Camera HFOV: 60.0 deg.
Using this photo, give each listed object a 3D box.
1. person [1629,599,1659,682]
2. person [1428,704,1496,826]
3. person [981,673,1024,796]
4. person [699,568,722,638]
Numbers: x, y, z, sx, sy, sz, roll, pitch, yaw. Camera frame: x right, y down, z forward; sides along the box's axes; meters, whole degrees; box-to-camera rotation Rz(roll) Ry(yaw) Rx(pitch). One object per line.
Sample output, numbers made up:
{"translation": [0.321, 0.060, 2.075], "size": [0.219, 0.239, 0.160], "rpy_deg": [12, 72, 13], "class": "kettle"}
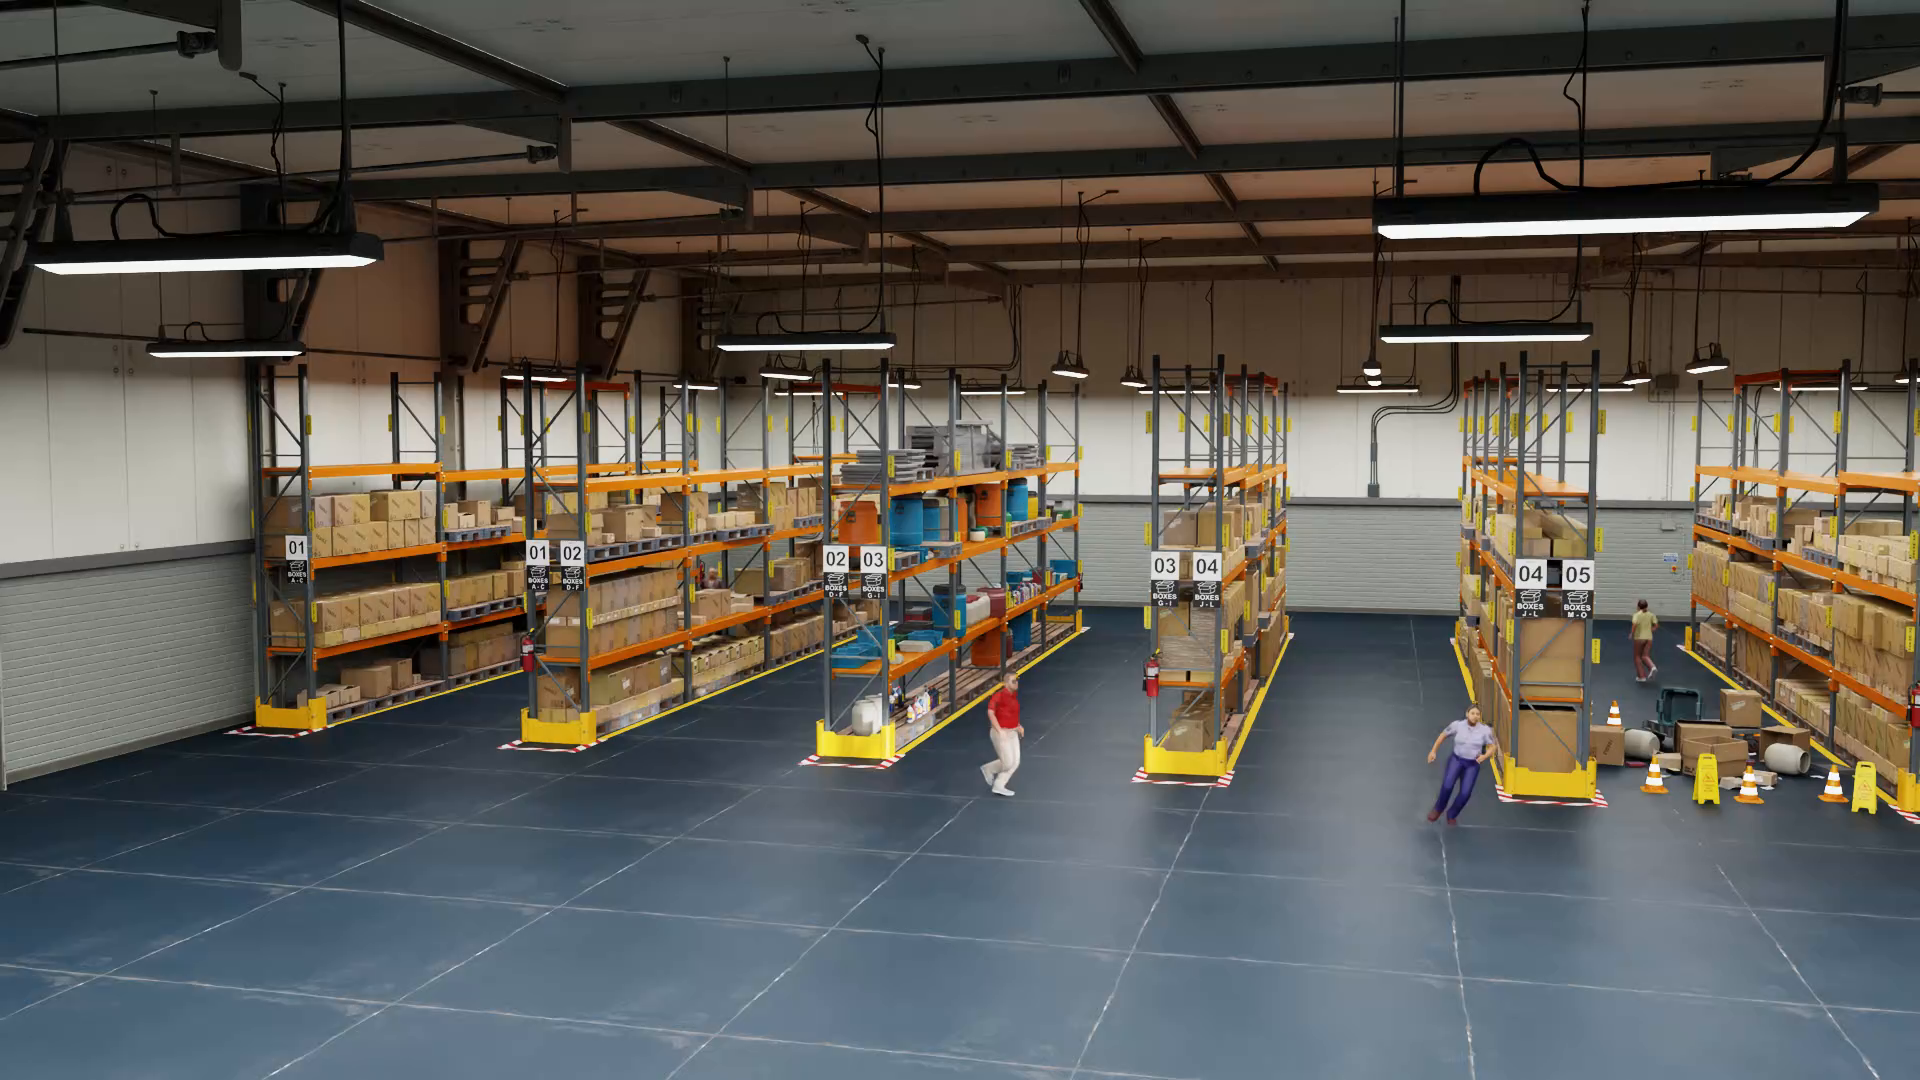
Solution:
{"translation": [13.366, 1.973, 32.415], "size": [0.579, 1.613, 0.630], "rpy_deg": [0, 4, -5], "class": "person"}
{"translation": [6.263, 2.826, 20.721], "size": [0.808, 1.577, 0.590], "rpy_deg": [0, 4, 7], "class": "person"}
{"translation": [0.548, 2.623, 22.543], "size": [0.572, 1.667, 0.660], "rpy_deg": [3, 5, 36], "class": "person"}
{"translation": [-5.599, 1.648, 37.544], "size": [0.734, 1.663, 0.821], "rpy_deg": [1, 4, 8], "class": "person"}
